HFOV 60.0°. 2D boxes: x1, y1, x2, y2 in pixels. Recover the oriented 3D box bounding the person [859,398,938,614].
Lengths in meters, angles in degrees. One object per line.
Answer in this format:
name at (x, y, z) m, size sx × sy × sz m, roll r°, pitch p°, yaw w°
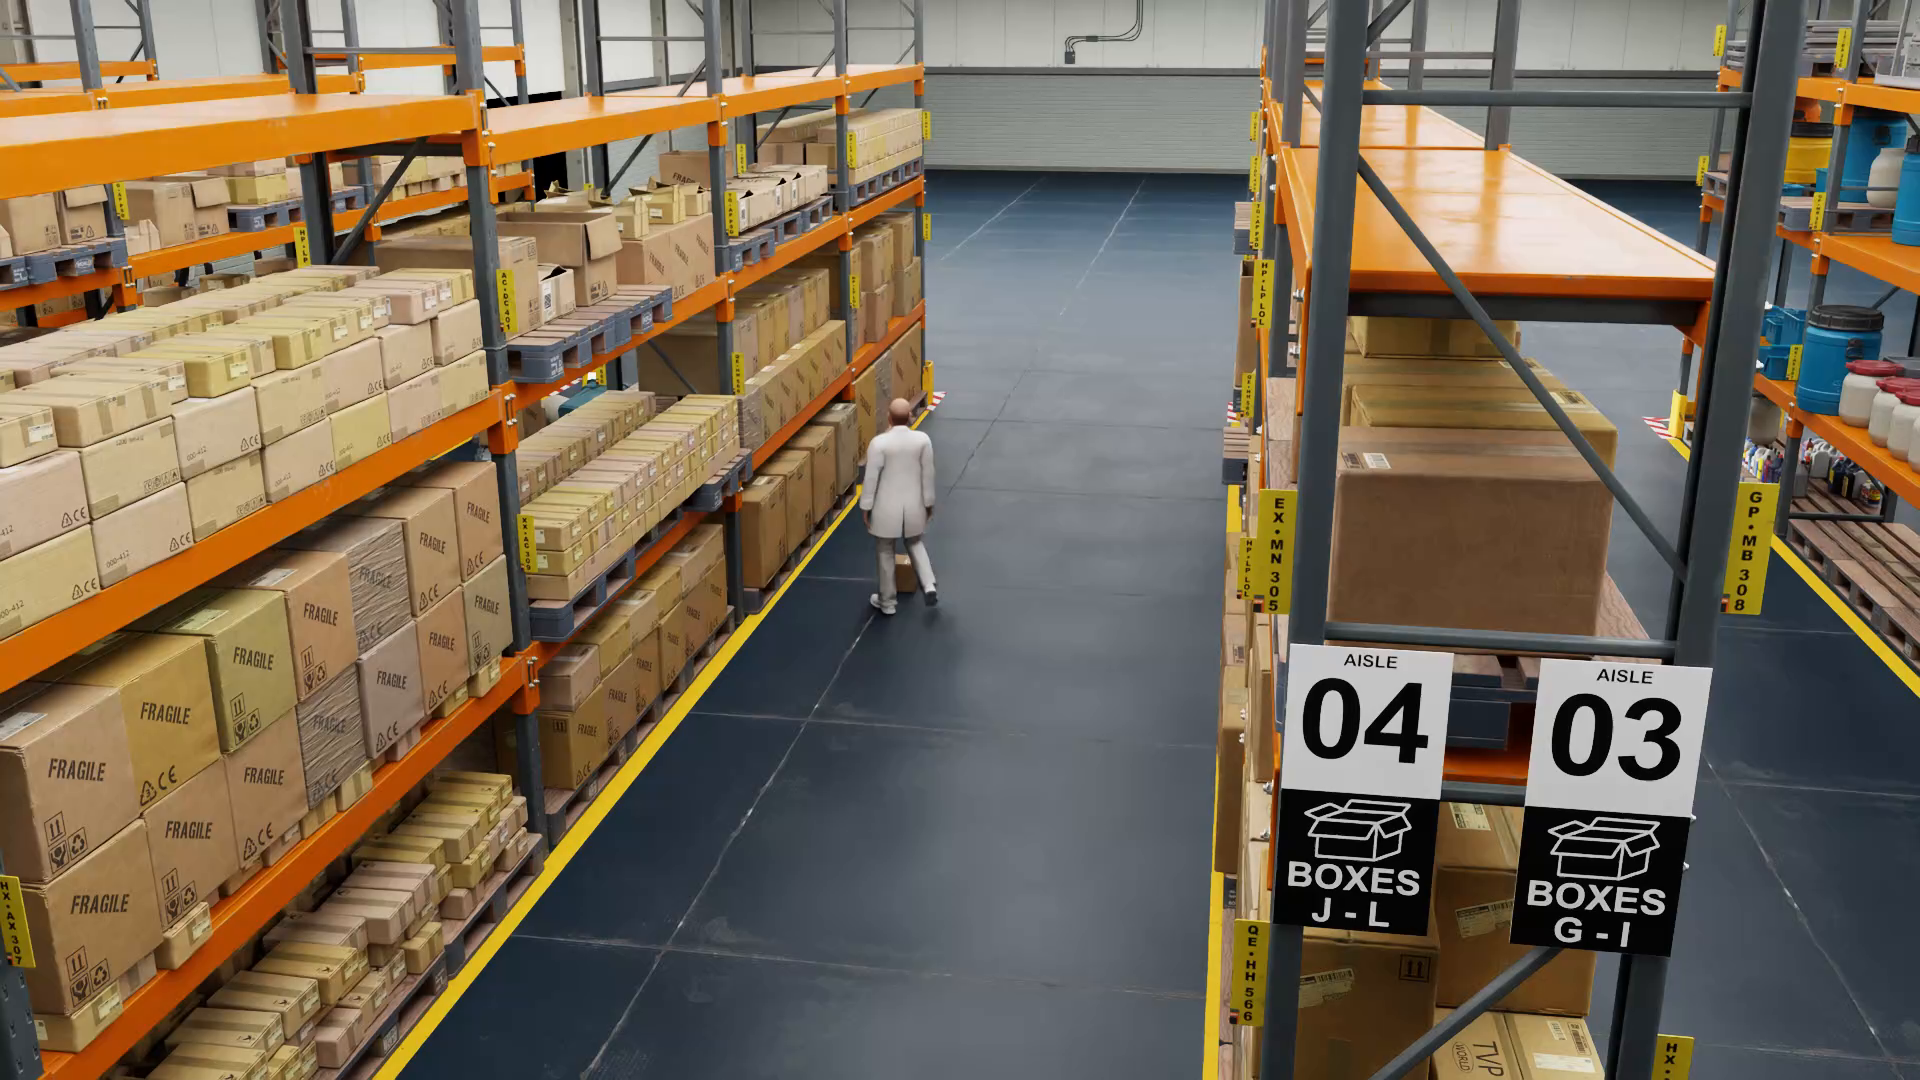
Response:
person at (-0.507, -0.269, 13.391) m, size 0.630 × 1.777 × 0.569 m, roll -6°, pitch 19°, yaw -18°
